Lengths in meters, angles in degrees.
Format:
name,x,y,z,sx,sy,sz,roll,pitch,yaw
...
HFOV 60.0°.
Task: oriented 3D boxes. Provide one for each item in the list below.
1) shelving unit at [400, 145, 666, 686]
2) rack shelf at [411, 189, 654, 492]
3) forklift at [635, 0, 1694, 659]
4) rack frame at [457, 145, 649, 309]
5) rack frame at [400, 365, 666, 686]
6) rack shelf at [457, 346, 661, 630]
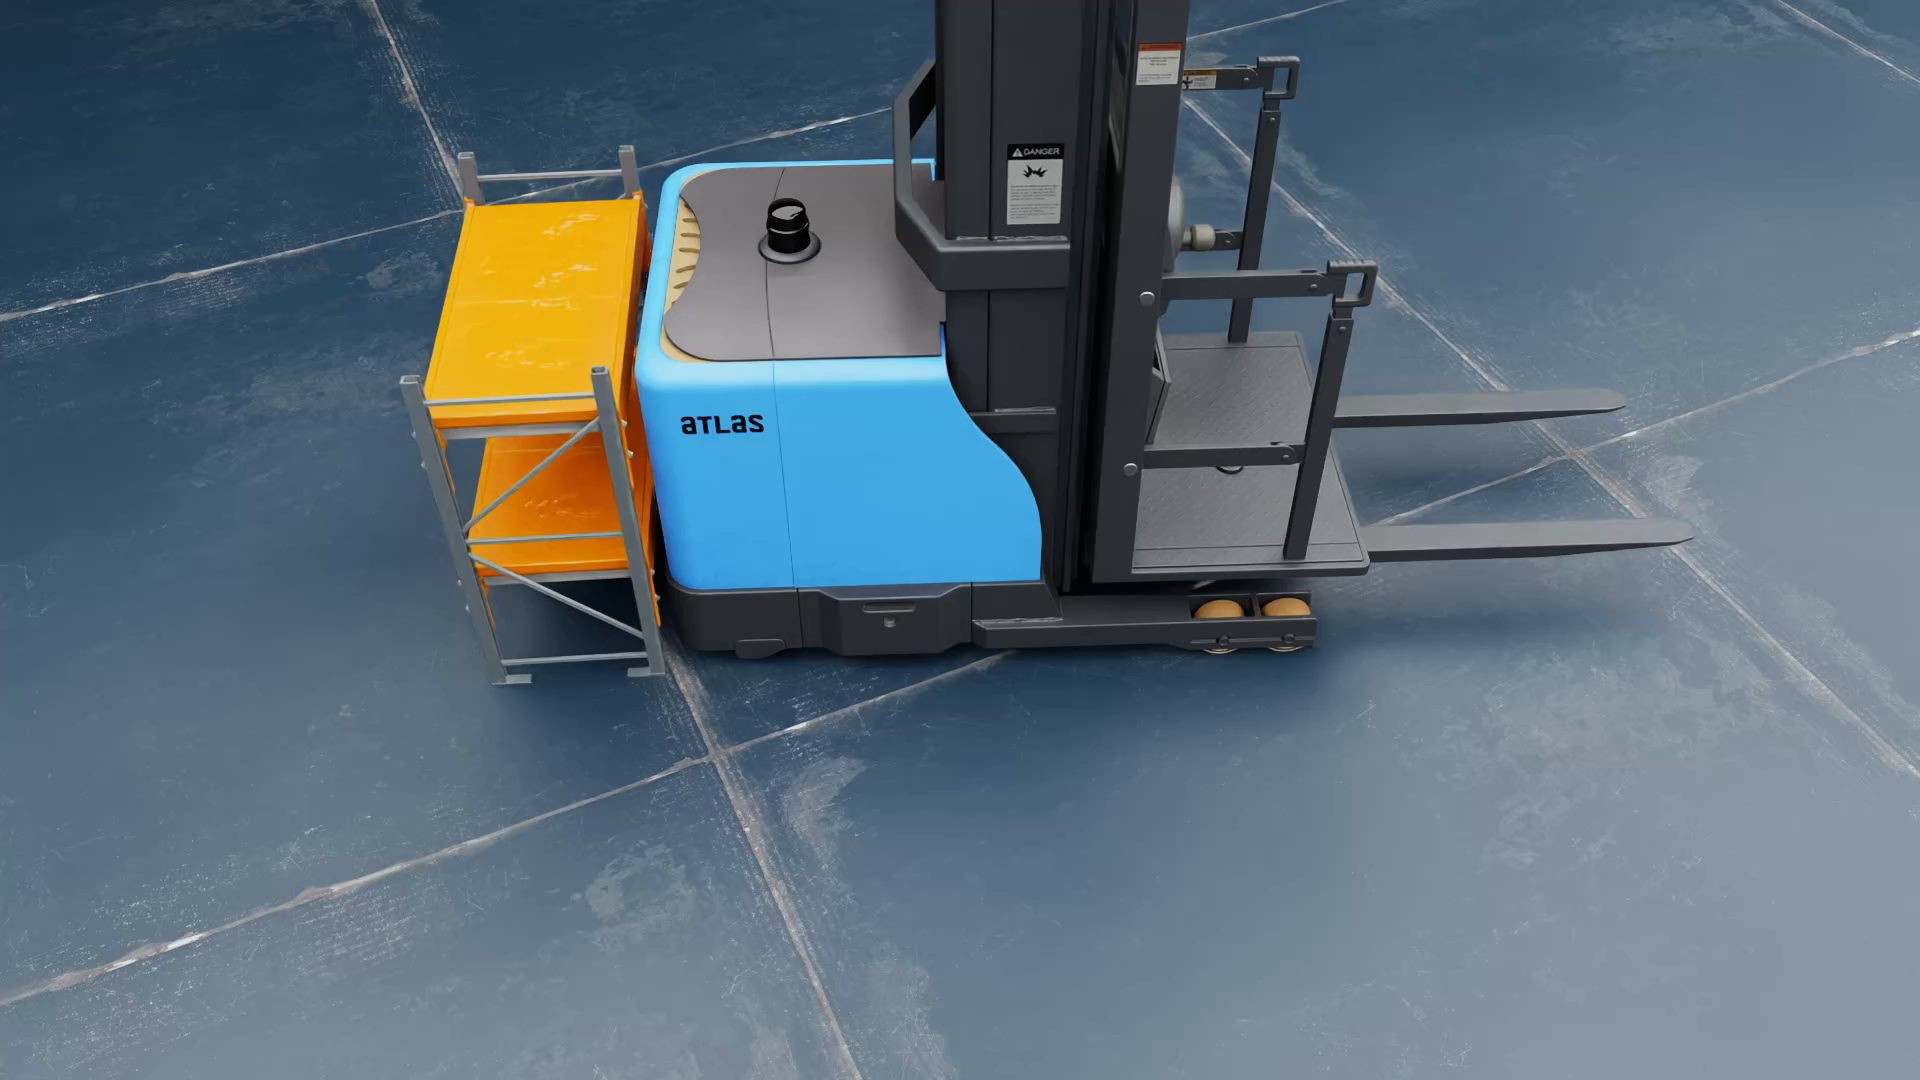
name,x,y,z,sx,sy,sz,roll,pitch,yaw
shelving unit,-1.149,-0.359,4.812,0.538,1.125,1.048,-3,45,-3
rack shelf,-1.150,-0.567,4.606,0.538,0.278,1.000,-3,45,-3
forklift,0.656,-1.081,4.259,3.031,2.935,1.130,-2,45,-2
rack frame,-1.189,-0.715,5.173,0.500,1.125,0.032,-3,45,-3
rack frame,-1.110,-0.003,4.451,0.500,1.125,0.032,-3,45,-3
rack shelf,-1.148,-0.185,4.984,0.538,0.278,1.000,-3,45,-3
